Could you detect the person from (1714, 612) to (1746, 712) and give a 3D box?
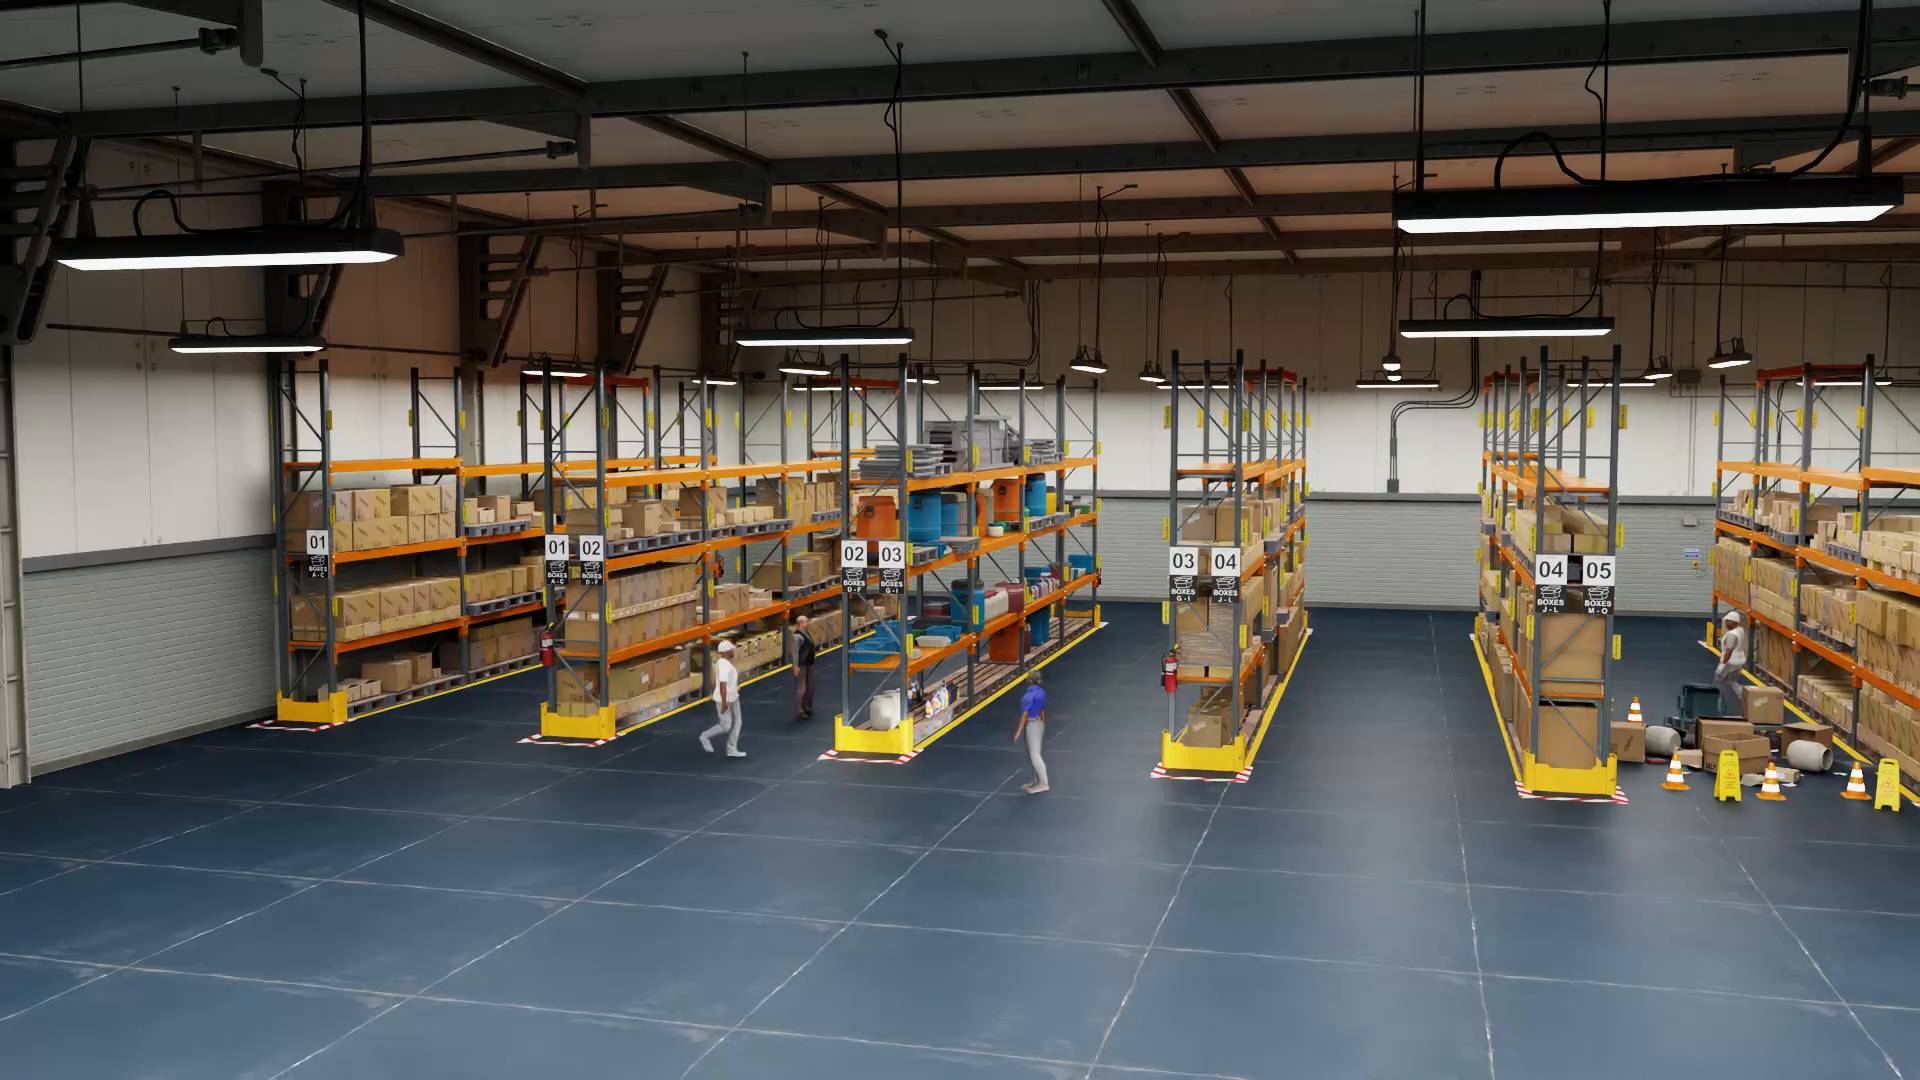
[{"bbox_3d":[13.147,2.094,28.459,0.612,1.752,0.632,-2,5,-31],"label":"person"}]

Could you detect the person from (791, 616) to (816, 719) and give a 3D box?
[{"bbox_3d":[-2.644,2.161,27.988,0.362,1.777,0.590,1,4,18],"label":"person"}]

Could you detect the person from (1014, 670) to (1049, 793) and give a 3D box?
[{"bbox_3d":[0.963,2.576,22.404,0.483,1.650,0.479,0,4,3],"label":"person"}]

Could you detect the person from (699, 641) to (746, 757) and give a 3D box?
[{"bbox_3d":[-3.528,2.350,24.606,0.668,1.740,0.579,2,5,27],"label":"person"}]
